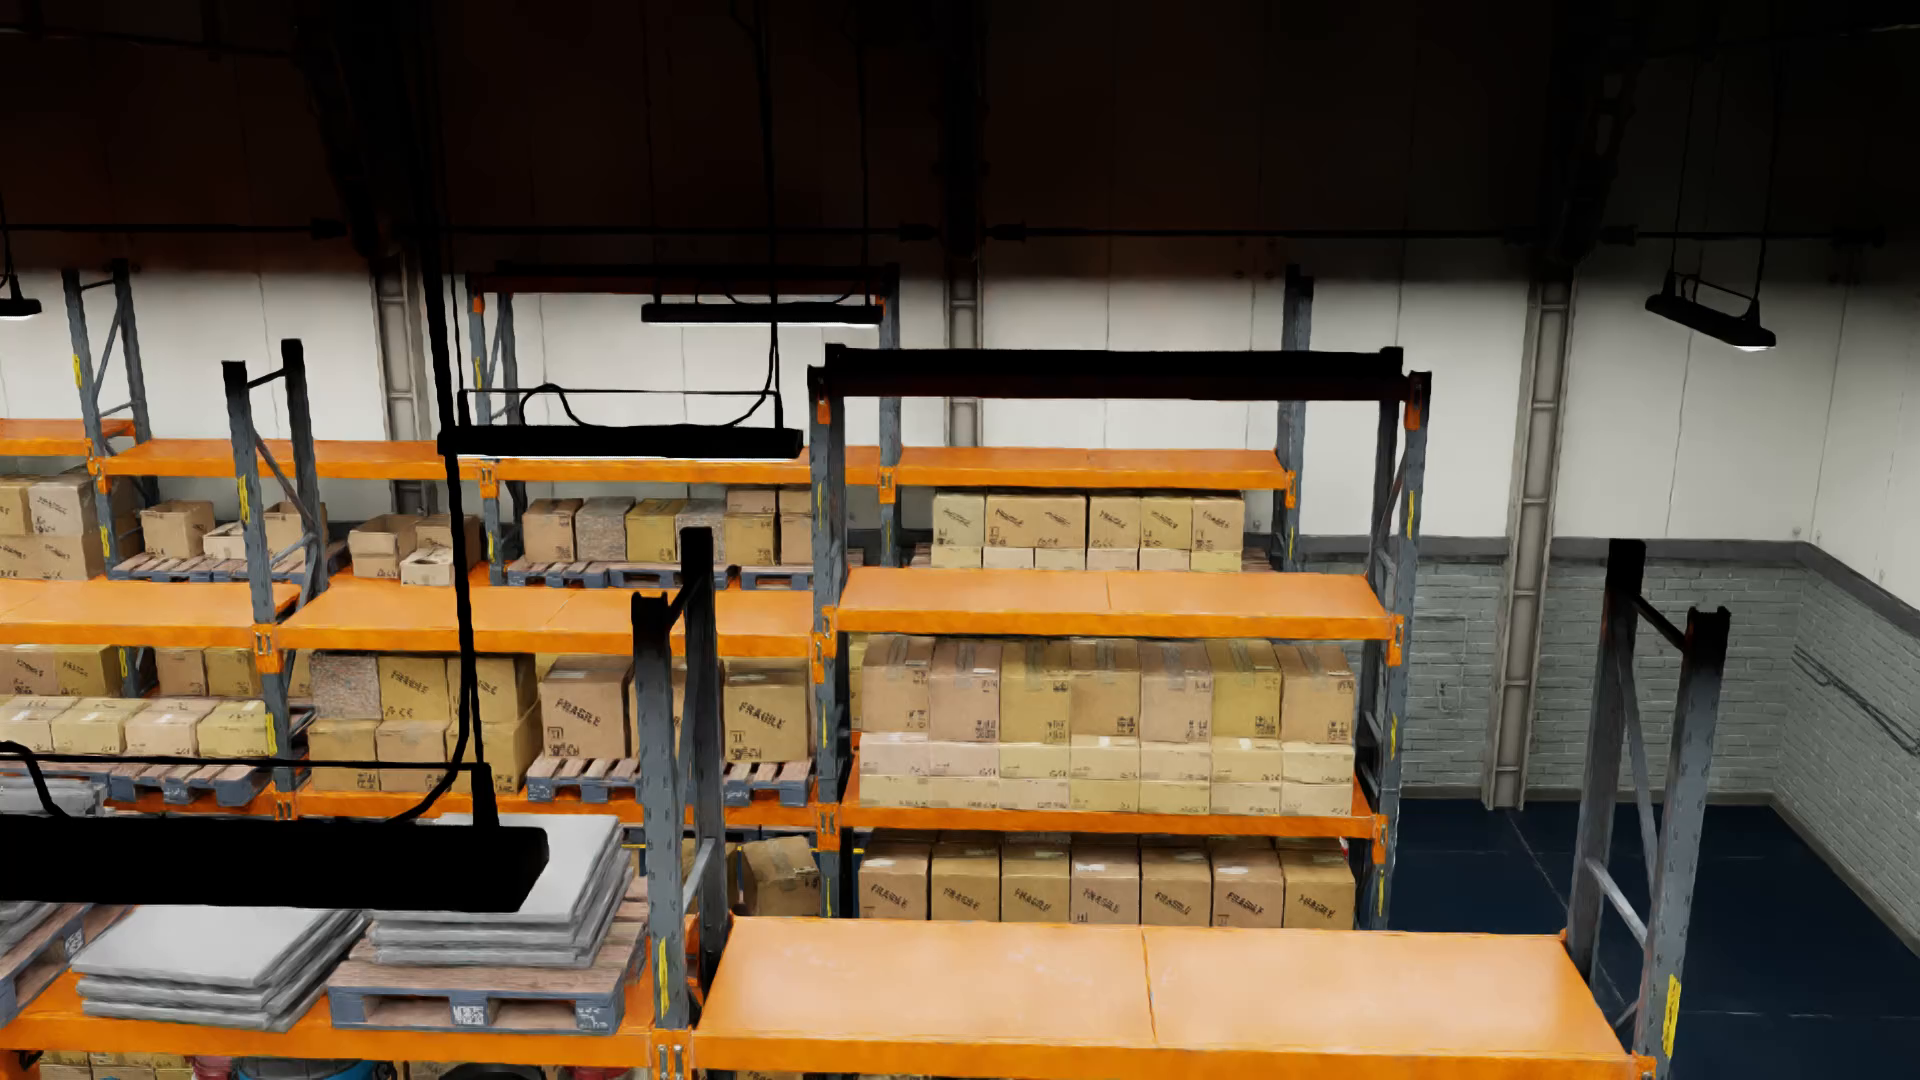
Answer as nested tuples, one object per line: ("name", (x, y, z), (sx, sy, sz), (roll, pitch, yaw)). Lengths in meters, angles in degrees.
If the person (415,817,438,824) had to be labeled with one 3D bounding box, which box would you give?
("person", (-4.638, 3.171, 14.684), (0.523, 1.667, 0.477), (10, 19, 32))
